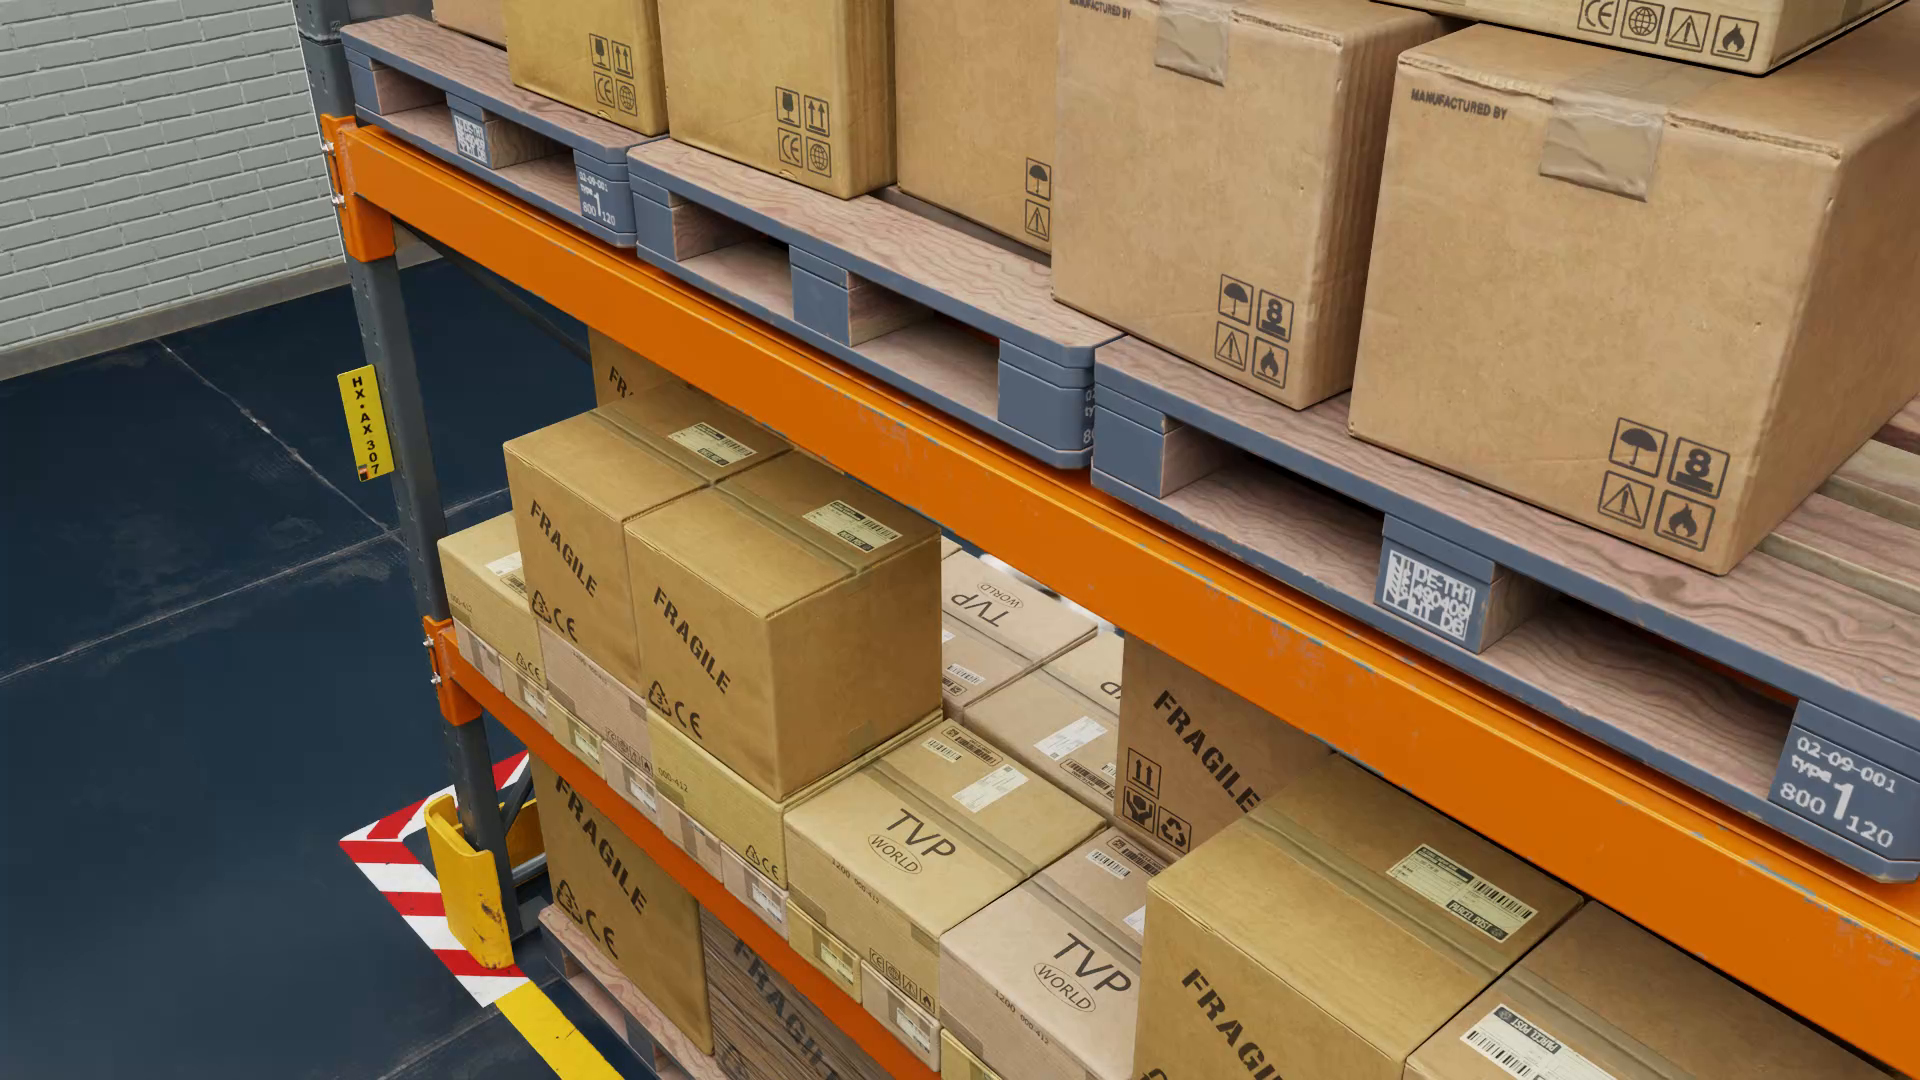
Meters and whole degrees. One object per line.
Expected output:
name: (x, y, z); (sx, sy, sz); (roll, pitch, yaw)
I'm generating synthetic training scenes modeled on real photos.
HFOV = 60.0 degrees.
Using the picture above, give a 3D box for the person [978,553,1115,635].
person: (0.468, 0.468, 5.964); (0.962, 1.121, 0.513); (27, 41, 37)
